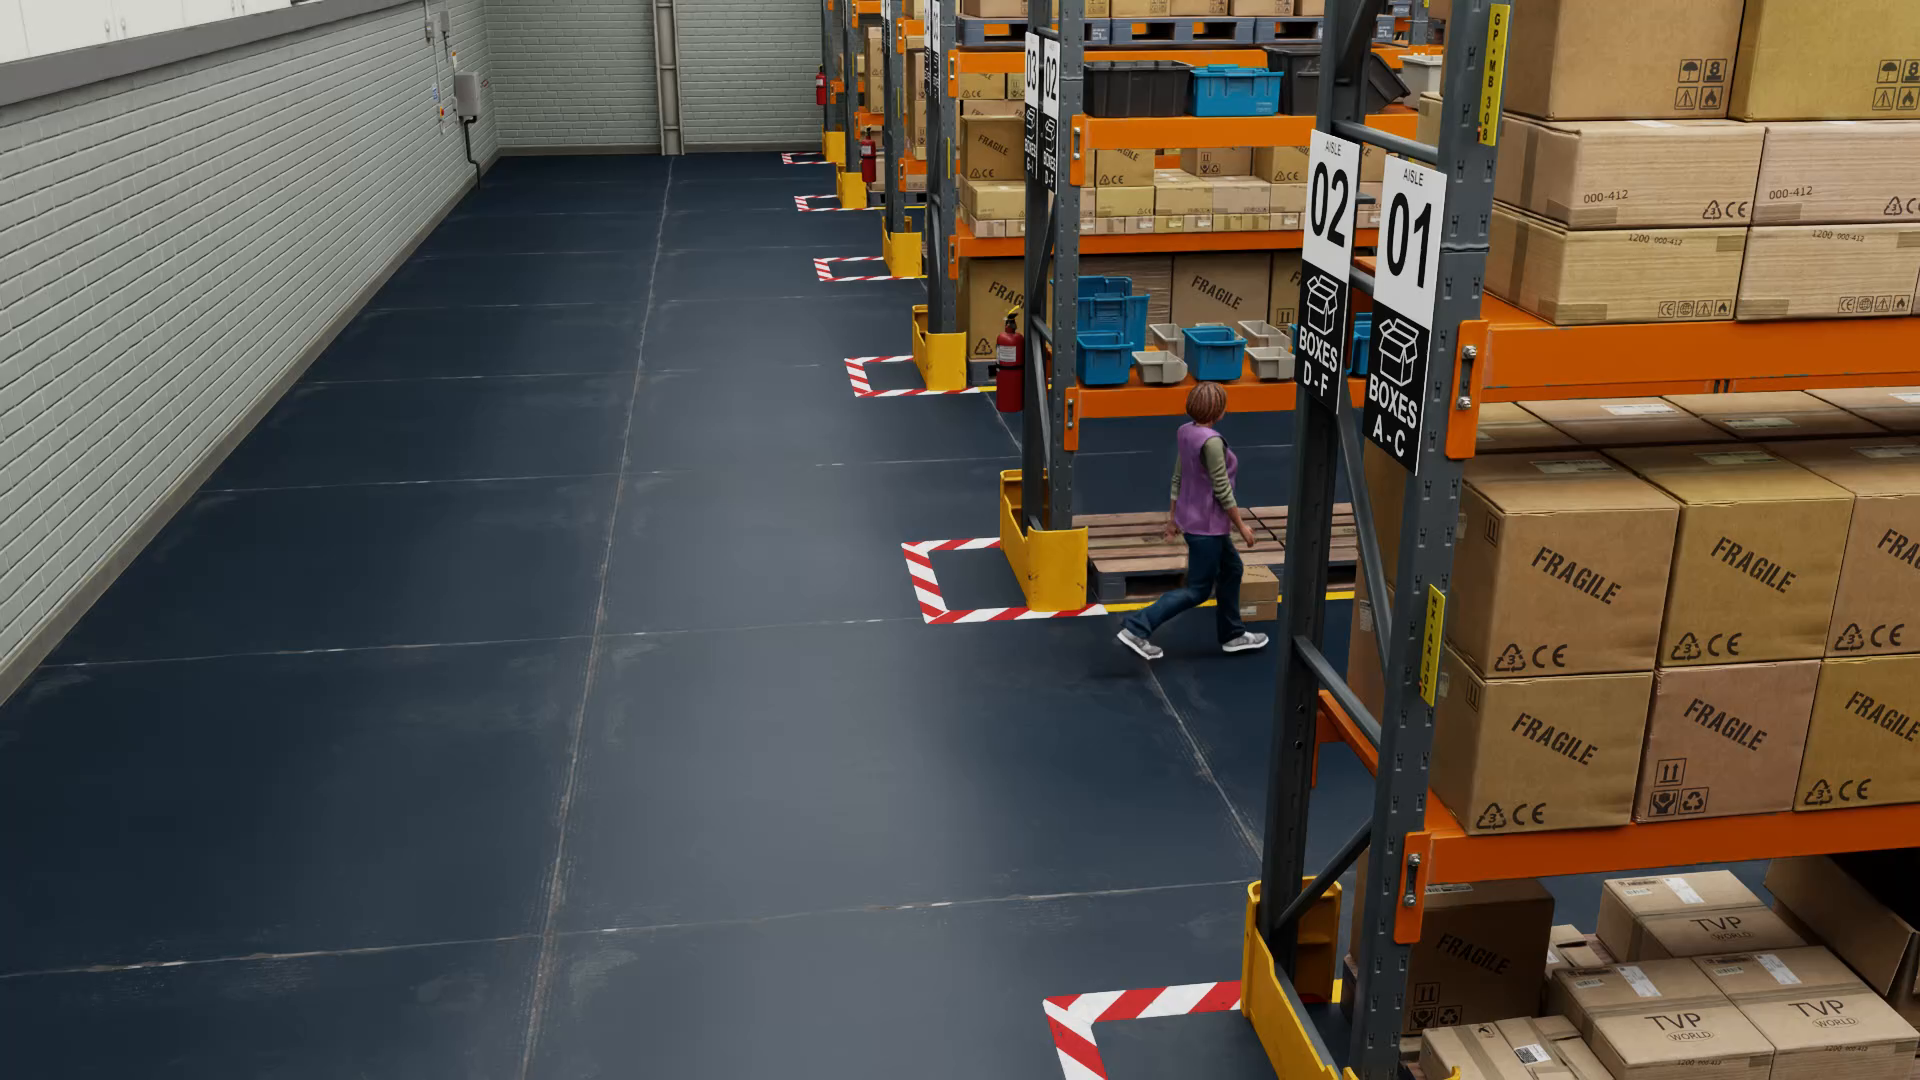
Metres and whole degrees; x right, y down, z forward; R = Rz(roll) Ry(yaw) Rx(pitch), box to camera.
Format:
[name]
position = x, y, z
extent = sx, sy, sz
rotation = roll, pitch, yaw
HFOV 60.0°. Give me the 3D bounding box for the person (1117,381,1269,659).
[person]
position = 1.269, -0.092, 8.821
extent = 0.913, 1.543, 0.421
rotation = -4, 21, -10
